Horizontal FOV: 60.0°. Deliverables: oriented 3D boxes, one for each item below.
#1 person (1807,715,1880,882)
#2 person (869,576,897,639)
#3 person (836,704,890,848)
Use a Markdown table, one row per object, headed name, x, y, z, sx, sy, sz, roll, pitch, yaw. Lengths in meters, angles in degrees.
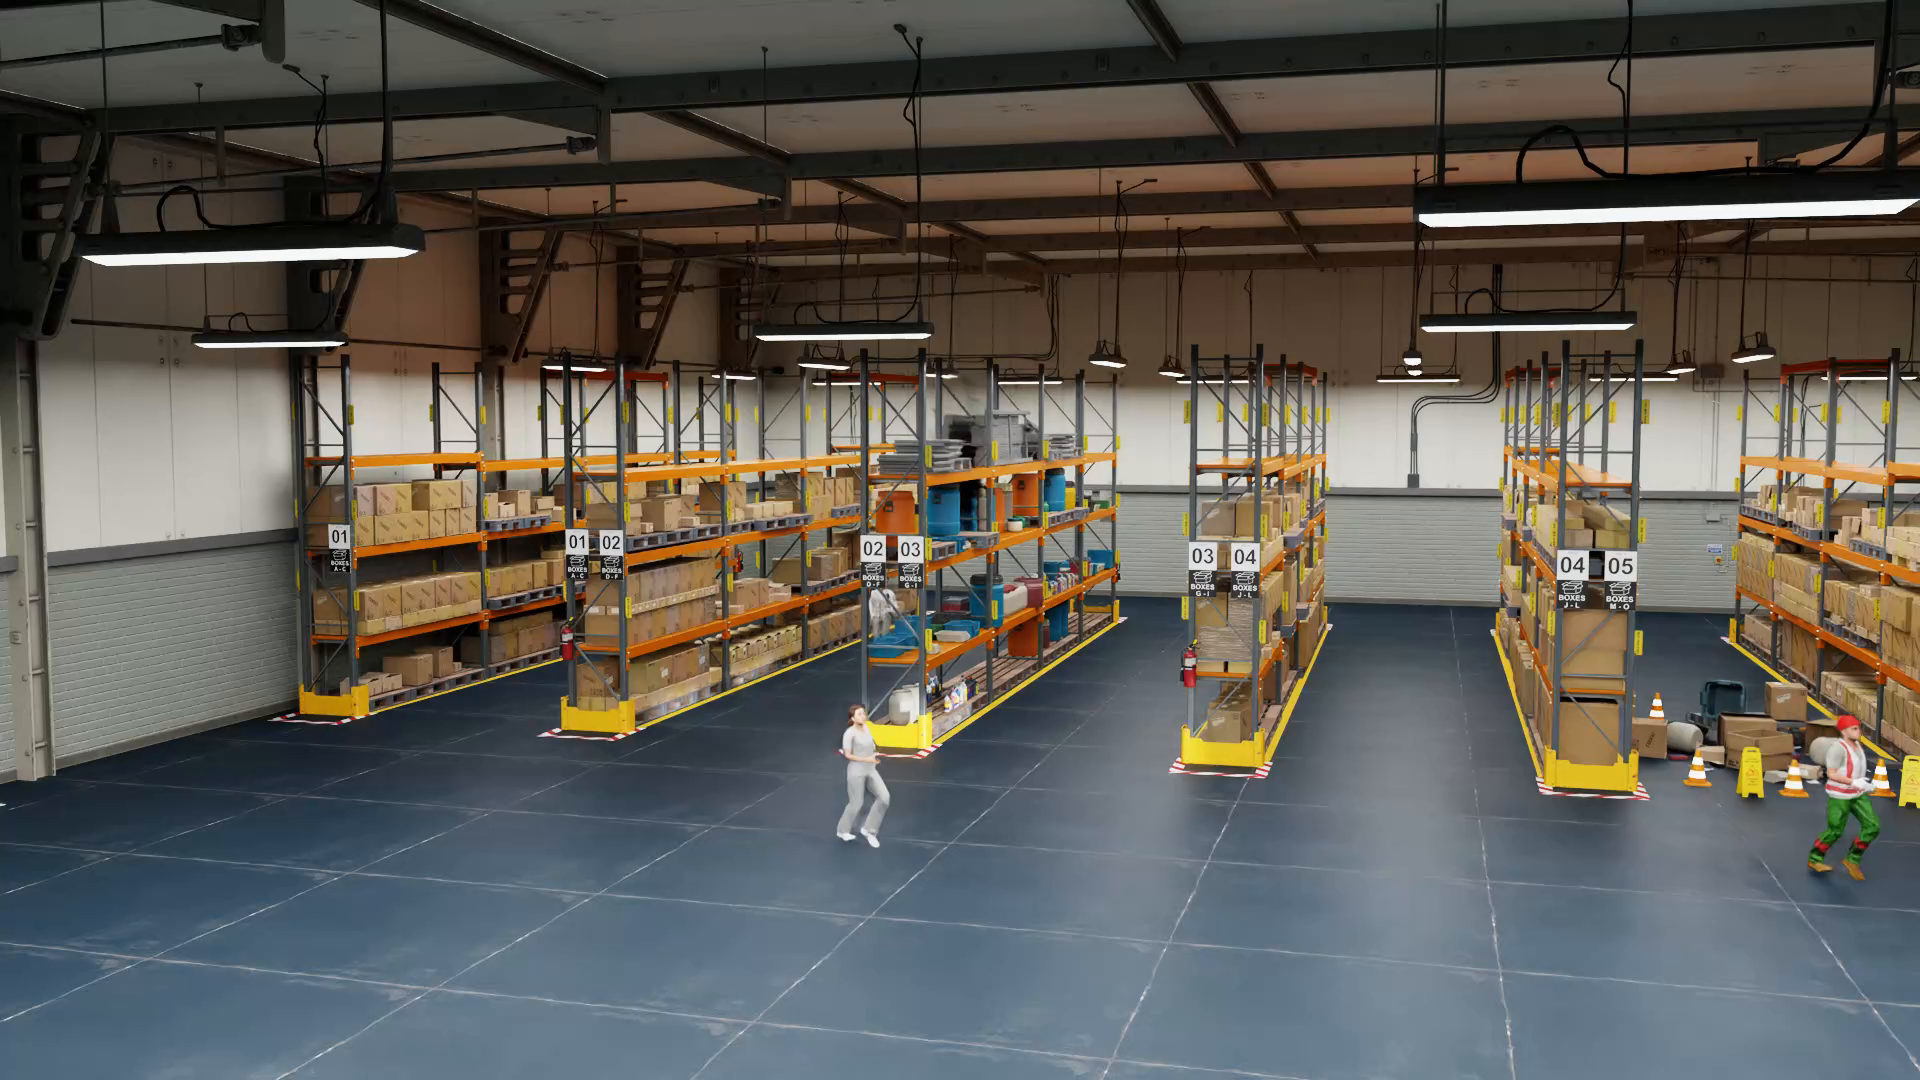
| name | x | y | z | sx | sy | sz | roll | pitch | yaw |
| --- | --- | --- | --- | --- | --- | --- | --- | --- | --- |
| person | 9.563 | 2.777 | 17.935 | 0.610 | 1.802 | 0.737 | -2 | 5 | -26 |
| person | -1.524 | 1.522 | 31.957 | 0.581 | 1.731 | 0.507 | 1 | 4 | 8 |
| person | -1.146 | 2.739 | 19.359 | 0.709 | 1.675 | 0.571 | 4 | 6 | 42 |
